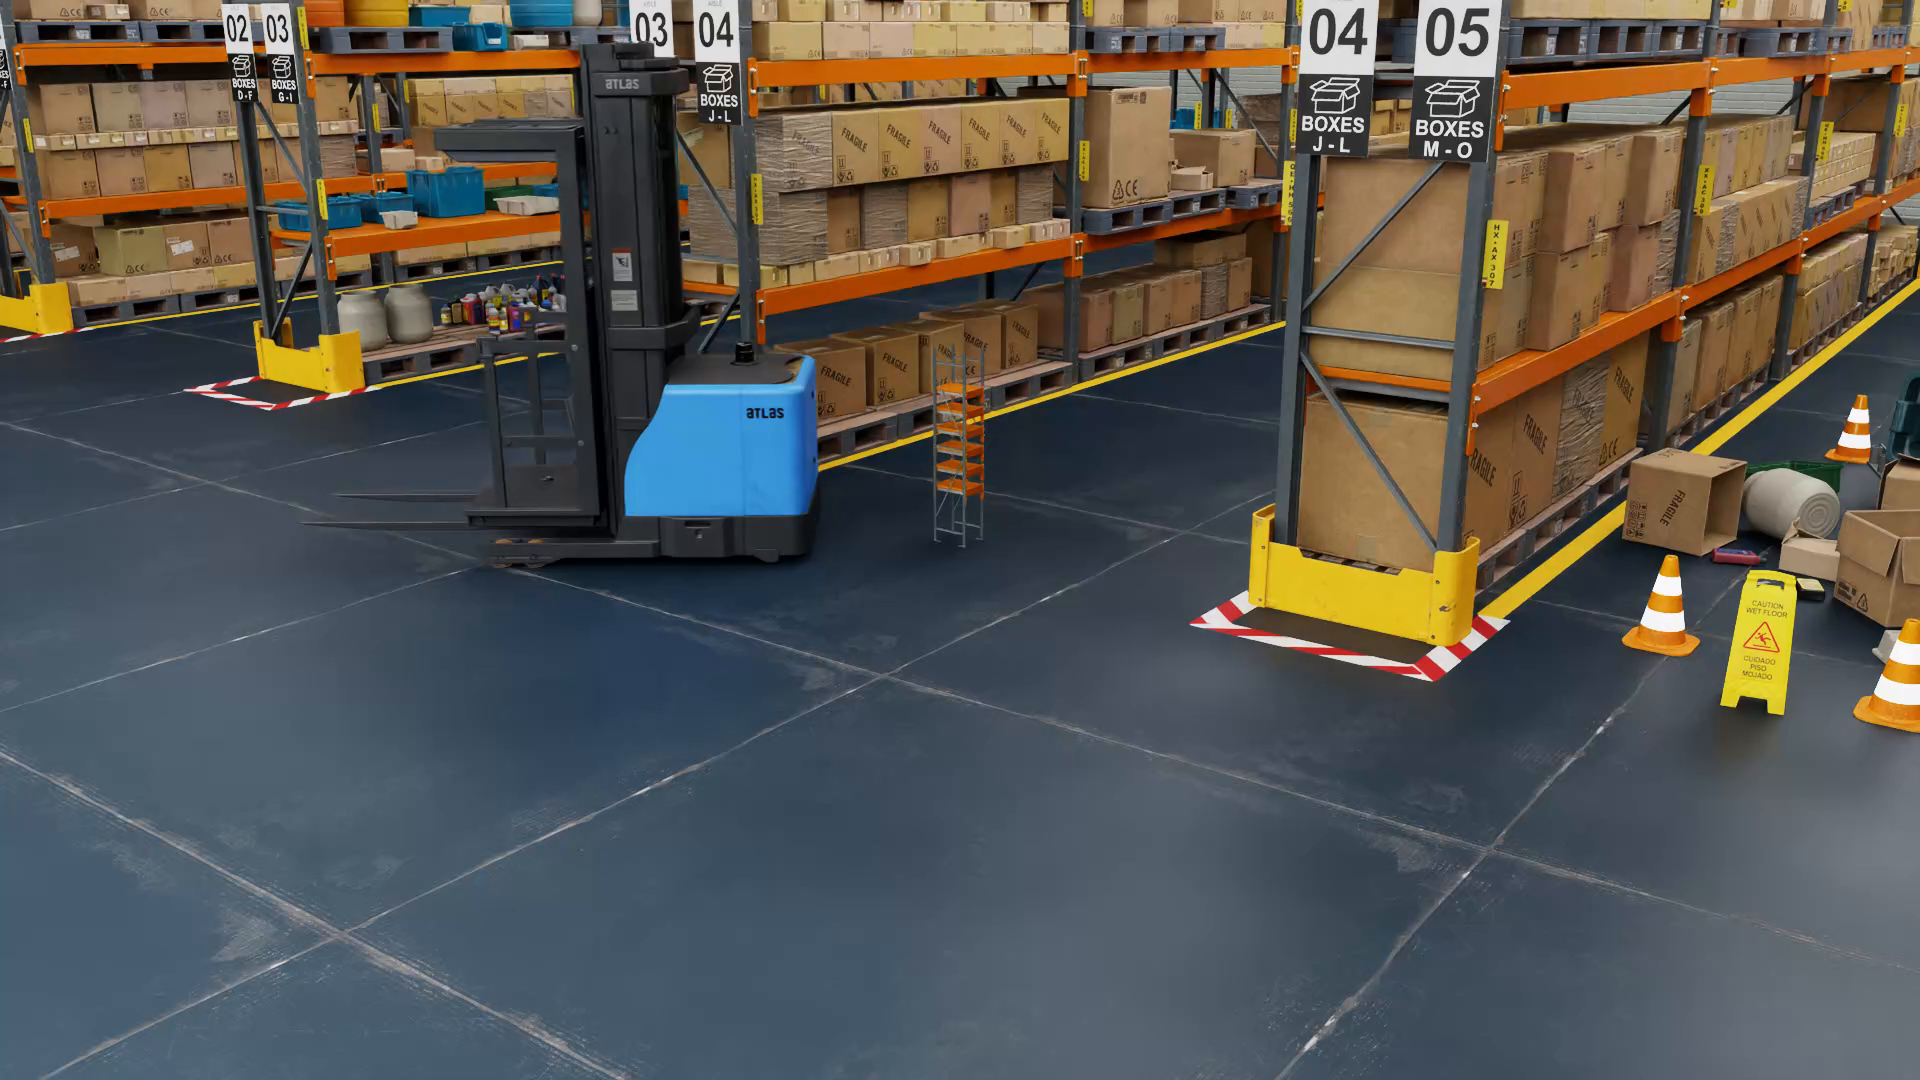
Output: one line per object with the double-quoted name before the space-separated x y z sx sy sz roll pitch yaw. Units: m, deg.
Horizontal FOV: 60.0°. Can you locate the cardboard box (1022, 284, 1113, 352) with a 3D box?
"cardboard box" 0.988 -2.042 15.235 0.700 0.500 0.500 11 20 31

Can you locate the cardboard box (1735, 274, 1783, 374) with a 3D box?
"cardboard box" 6.477 -1.932 14.494 1.050 0.750 0.750 12 21 34

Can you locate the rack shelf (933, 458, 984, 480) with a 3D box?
"rack shelf" -0.009 -0.413 10.103 0.258 0.103 0.180 12 21 35

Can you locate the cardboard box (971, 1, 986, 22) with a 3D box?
"cardboard box" -0.026 -4.065 12.798 0.380 0.149 0.250 13 22 37

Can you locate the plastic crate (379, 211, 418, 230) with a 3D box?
"plastic crate" -4.964 -2.836 14.763 0.298 0.136 0.250 12 21 35

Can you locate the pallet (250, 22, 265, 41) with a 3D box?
"pallet" -7.836 -5.817 19.010 1.003 0.211 1.213 12 21 35

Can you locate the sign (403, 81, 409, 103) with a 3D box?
"sign" -8.504 -6.883 25.533 0.100 0.325 0.005 12 21 35

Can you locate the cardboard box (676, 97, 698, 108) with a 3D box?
"cardboard box" -3.982 -6.190 24.241 0.500 0.500 0.700 -15 23 -40

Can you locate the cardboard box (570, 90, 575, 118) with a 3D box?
"cardboard box" -6.635 -7.459 28.503 0.500 0.500 0.500 12 21 34

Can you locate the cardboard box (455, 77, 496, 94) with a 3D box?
"cardboard box" -7.854 -7.330 26.821 0.500 0.250 0.500 13 21 35

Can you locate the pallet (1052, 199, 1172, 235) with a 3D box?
"pallet" 1.178 -2.948 15.002 1.003 0.211 1.213 12 21 35

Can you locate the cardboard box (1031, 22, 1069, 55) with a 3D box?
"cardboard box" 0.543 -4.089 13.550 0.500 0.250 0.500 13 22 37

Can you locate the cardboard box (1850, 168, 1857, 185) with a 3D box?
"cardboard box" 8.764 -3.658 16.682 0.380 0.149 0.250 11 20 32

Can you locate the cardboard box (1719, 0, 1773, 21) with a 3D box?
"cardboard box" 5.814 -4.008 12.383 0.396 0.266 0.258 12 21 35

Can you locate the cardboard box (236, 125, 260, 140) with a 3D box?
"cardboard box" -8.096 -4.587 18.696 0.380 0.149 0.250 13 22 36

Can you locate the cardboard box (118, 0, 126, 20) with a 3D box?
"cardboard box" -8.926 -5.793 17.987 0.500 0.311 0.500 16 23 41

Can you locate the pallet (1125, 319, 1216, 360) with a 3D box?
"pallet" 1.794 -2.029 16.422 1.003 0.211 1.213 12 21 35

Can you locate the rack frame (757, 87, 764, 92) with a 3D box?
"rack frame" -4.179 -8.367 32.130 1.000 3.000 0.127 12 21 35

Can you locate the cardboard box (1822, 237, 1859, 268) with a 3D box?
"cardboard box" 8.737 -2.911 16.802 0.500 0.250 0.500 14 22 37

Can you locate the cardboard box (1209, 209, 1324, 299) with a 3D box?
"cardboard box" 3.417 -3.182 18.309 1.225 0.875 0.875 11 21 32

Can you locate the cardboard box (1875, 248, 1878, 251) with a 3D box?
"cardboard box" 9.990 -3.181 18.525 0.380 0.149 0.250 12 21 34

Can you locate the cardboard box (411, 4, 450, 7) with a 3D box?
"cardboard box" -6.648 -6.472 20.515 0.500 0.250 0.500 10 20 29

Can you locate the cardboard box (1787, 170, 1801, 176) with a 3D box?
"cardboard box" 7.361 -3.238 14.826 0.380 0.149 0.250 14 22 37

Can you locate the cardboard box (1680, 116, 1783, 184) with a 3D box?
"cardboard box" 6.336 -3.235 13.748 0.700 0.500 0.500 12 21 34

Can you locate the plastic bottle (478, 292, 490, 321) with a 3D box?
"plastic bottle" -4.759 -2.318 16.502 0.152 0.276 0.135 12 21 33

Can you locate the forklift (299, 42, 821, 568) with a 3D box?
"forklift" -2.397 -1.392 9.786 3.031 2.935 1.130 0 17 -1

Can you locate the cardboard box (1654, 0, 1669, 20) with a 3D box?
"cardboard box" 3.963 -3.158 9.845 0.380 0.149 0.250 13 21 36

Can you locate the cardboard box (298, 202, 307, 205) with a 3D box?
"cardboard box" -7.876 -3.825 20.167 0.500 0.500 0.500 12 21 35

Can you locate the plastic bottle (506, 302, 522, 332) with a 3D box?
"plastic bottle" -4.276 -2.146 15.935 0.061 0.283 0.133 13 21 36

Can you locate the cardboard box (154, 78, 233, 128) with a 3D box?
"cardboard box" -8.505 -4.837 18.404 0.700 0.500 0.500 12 21 35

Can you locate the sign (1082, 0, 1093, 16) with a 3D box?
"sign" 1.046 -4.469 13.646 0.100 0.325 0.005 12 21 35

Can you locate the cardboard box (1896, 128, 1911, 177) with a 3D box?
"cardboard box" 10.082 -4.270 18.267 0.500 0.500 0.500 12 21 35

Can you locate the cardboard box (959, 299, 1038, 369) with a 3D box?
"cardboard box" 0.335 -1.802 14.495 0.500 0.500 0.500 12 21 33

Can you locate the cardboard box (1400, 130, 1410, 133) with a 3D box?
"cardboard box" 5.313 -4.677 20.077 0.500 0.500 0.500 12 21 35

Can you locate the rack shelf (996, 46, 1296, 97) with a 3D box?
"rack shelf" 1.797 -4.449 15.666 1.077 0.370 4.000 12 21 35

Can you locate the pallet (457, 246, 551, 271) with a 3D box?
"pallet" -6.214 -3.777 22.051 1.003 0.211 1.213 12 21 35

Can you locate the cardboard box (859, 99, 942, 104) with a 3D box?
"cardboard box" -0.462 -3.250 13.295 0.500 0.500 0.500 12 21 35

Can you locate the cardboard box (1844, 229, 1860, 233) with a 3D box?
"cardboard box" 10.692 -3.701 20.200 0.380 0.149 0.250 11 20 32

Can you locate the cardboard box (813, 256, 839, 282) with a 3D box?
"cardboard box" -1.091 -1.949 11.887 0.380 0.149 0.250 12 21 35

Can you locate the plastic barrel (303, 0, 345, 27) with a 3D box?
"plastic barrel" -5.568 -4.782 14.095 0.600 0.830 0.708 12 21 35

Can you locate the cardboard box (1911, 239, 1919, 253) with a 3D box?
"cardboard box" 11.593 -3.646 20.523 0.380 0.149 0.250 12 21 33

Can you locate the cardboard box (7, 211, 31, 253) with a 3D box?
"cardboard box" -12.411 -4.023 21.615 0.700 0.500 0.500 11 20 31

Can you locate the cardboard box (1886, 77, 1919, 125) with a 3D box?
"cardboard box" 10.688 -4.983 18.874 0.500 0.500 0.500 12 21 33

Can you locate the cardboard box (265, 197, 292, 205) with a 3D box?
"cardboard box" -10.300 -4.950 24.599 0.700 0.500 0.500 13 21 35

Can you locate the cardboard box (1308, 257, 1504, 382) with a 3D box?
"cardboard box" 2.330 -1.198 8.791 0.875 0.550 0.550 12 21 35

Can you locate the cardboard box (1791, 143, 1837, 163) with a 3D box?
"cardboard box" 7.968 -3.626 15.574 0.380 0.149 0.250 14 22 37

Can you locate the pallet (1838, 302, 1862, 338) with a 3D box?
"pallet" 8.832 -2.371 17.522 1.003 0.211 1.213 12 21 35

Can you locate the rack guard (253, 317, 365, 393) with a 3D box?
"rack guard" -5.748 -1.638 14.677 1.175 0.500 0.348 12 21 35

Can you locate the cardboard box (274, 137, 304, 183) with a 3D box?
"cardboard box" -7.917 -4.449 19.343 0.700 0.500 0.500 12 21 34

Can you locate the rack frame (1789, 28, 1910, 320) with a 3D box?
"rack frame" 9.295 -3.888 17.706 1.000 3.000 0.127 12 21 35

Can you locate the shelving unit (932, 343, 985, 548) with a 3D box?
"shelving unit" -0.009 -0.570 10.055 0.258 1.200 0.189 12 21 35

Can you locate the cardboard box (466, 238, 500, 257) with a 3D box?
"cardboard box" -6.297 -3.820 21.414 0.500 0.250 0.500 12 21 33

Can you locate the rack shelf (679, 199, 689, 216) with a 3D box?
"rack shelf" -2.181 -3.891 18.929 1.077 0.370 4.000 12 21 35

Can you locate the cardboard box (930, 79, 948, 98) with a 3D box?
"cardboard box" -0.543 -7.743 28.265 0.500 0.500 0.500 13 22 36

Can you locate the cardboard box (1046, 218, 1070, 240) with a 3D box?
"cardboard box" 0.713 -2.660 14.175 0.380 0.149 0.250 12 21 35

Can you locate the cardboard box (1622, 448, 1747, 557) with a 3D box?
"cardboard box" 4.428 -0.239 10.166 0.500 0.500 0.500 -16 23 -41

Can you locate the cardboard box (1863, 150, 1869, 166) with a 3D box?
"cardboard box" 9.061 -3.918 17.017 0.380 0.149 0.250 13 21 35

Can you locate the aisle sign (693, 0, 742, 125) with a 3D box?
"aisle sign" -1.574 -3.104 10.799 0.394 0.787 0.004 12 21 35
